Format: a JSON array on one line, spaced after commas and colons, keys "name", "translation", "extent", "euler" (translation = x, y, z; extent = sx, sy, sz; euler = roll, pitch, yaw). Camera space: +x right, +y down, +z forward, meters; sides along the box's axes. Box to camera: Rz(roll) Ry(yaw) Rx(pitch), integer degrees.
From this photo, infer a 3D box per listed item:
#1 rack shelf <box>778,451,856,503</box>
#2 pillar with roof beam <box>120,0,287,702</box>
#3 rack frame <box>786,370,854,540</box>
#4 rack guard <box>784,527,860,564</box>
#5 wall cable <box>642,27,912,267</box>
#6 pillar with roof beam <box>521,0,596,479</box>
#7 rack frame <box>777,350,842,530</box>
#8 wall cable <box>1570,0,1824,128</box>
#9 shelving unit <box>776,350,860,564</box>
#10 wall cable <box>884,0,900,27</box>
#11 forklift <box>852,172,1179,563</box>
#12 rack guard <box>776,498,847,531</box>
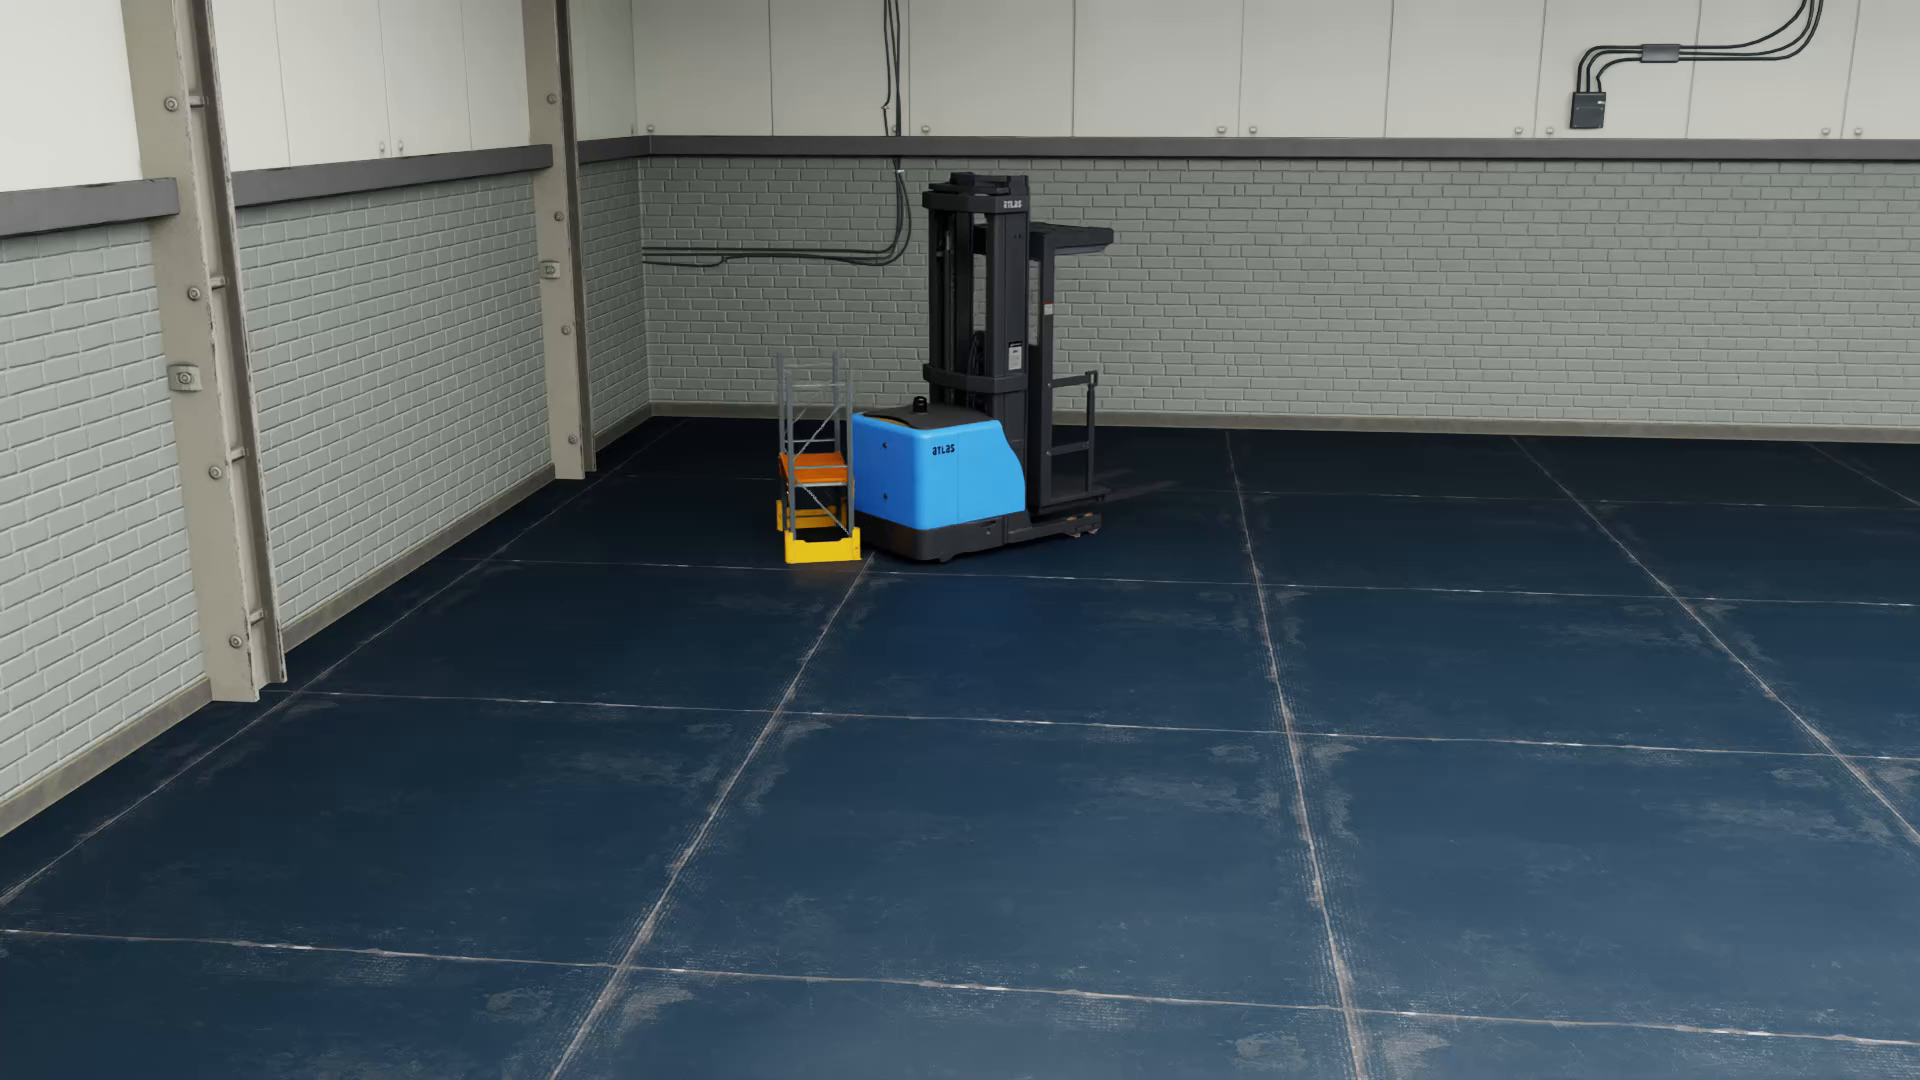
[{"name": "rack shelf", "translation": [-1.164, -0.519, 13.397], "extent": [0.538, 0.185, 1.000], "euler": [-3, 15, -9]}, {"name": "pillar with roof beam", "translation": [-0.110, -3.294, 8.604], "extent": [9.100, 9.000, 0.400], "euler": [2, 15, 6]}, {"name": "rack frame", "translation": [-1.078, -0.562, 12.866], "extent": [0.500, 1.500, 0.032], "euler": [-3, 15, -9]}, {"name": "rack guard", "translation": [-1.078, 0.041, 13.031], "extent": [0.587, 0.250, 0.087], "euler": [-3, 15, -9]}, {"name": "wall cable", "translation": [-2.064, -4.203, 17.915], "extent": [3.097, 2.526, 0.112], "euler": [2, 15, 6]}, {"name": "pillar with roof beam", "translation": [0.567, -4.850, 14.359], "extent": [9.100, 9.000, 0.400], "euler": [2, 15, 6]}, {"name": "rack frame", "translation": [-1.250, -0.823, 13.834], "extent": [0.500, 1.500, 0.032], "euler": [-3, 15, -9]}, {"name": "wall cable", "translation": [7.367, -7.060, 16.017], "extent": [2.305, 6.003, 0.169], "euler": [2, 15, 6]}, {"name": "shelving unit", "translation": [-1.162, -0.690, 13.341], "extent": [0.587, 1.500, 1.083], "euler": [-3, 15, -9]}, {"name": "wall cable", "translation": [0.624, -6.561, 16.961], "extent": [3.097, 2.526, 0.112], "euler": [2, 15, 6]}, {"name": "forklift", "translation": [0.555, -1.532, 13.711], "extent": [3.031, 2.935, 1.130], "euler": [-12, 19, -37]}, {"name": "rack guard", "translation": [-1.246, -0.215, 13.978], "extent": [0.587, 0.250, 0.087], "euler": [-3, 15, -9]}]
